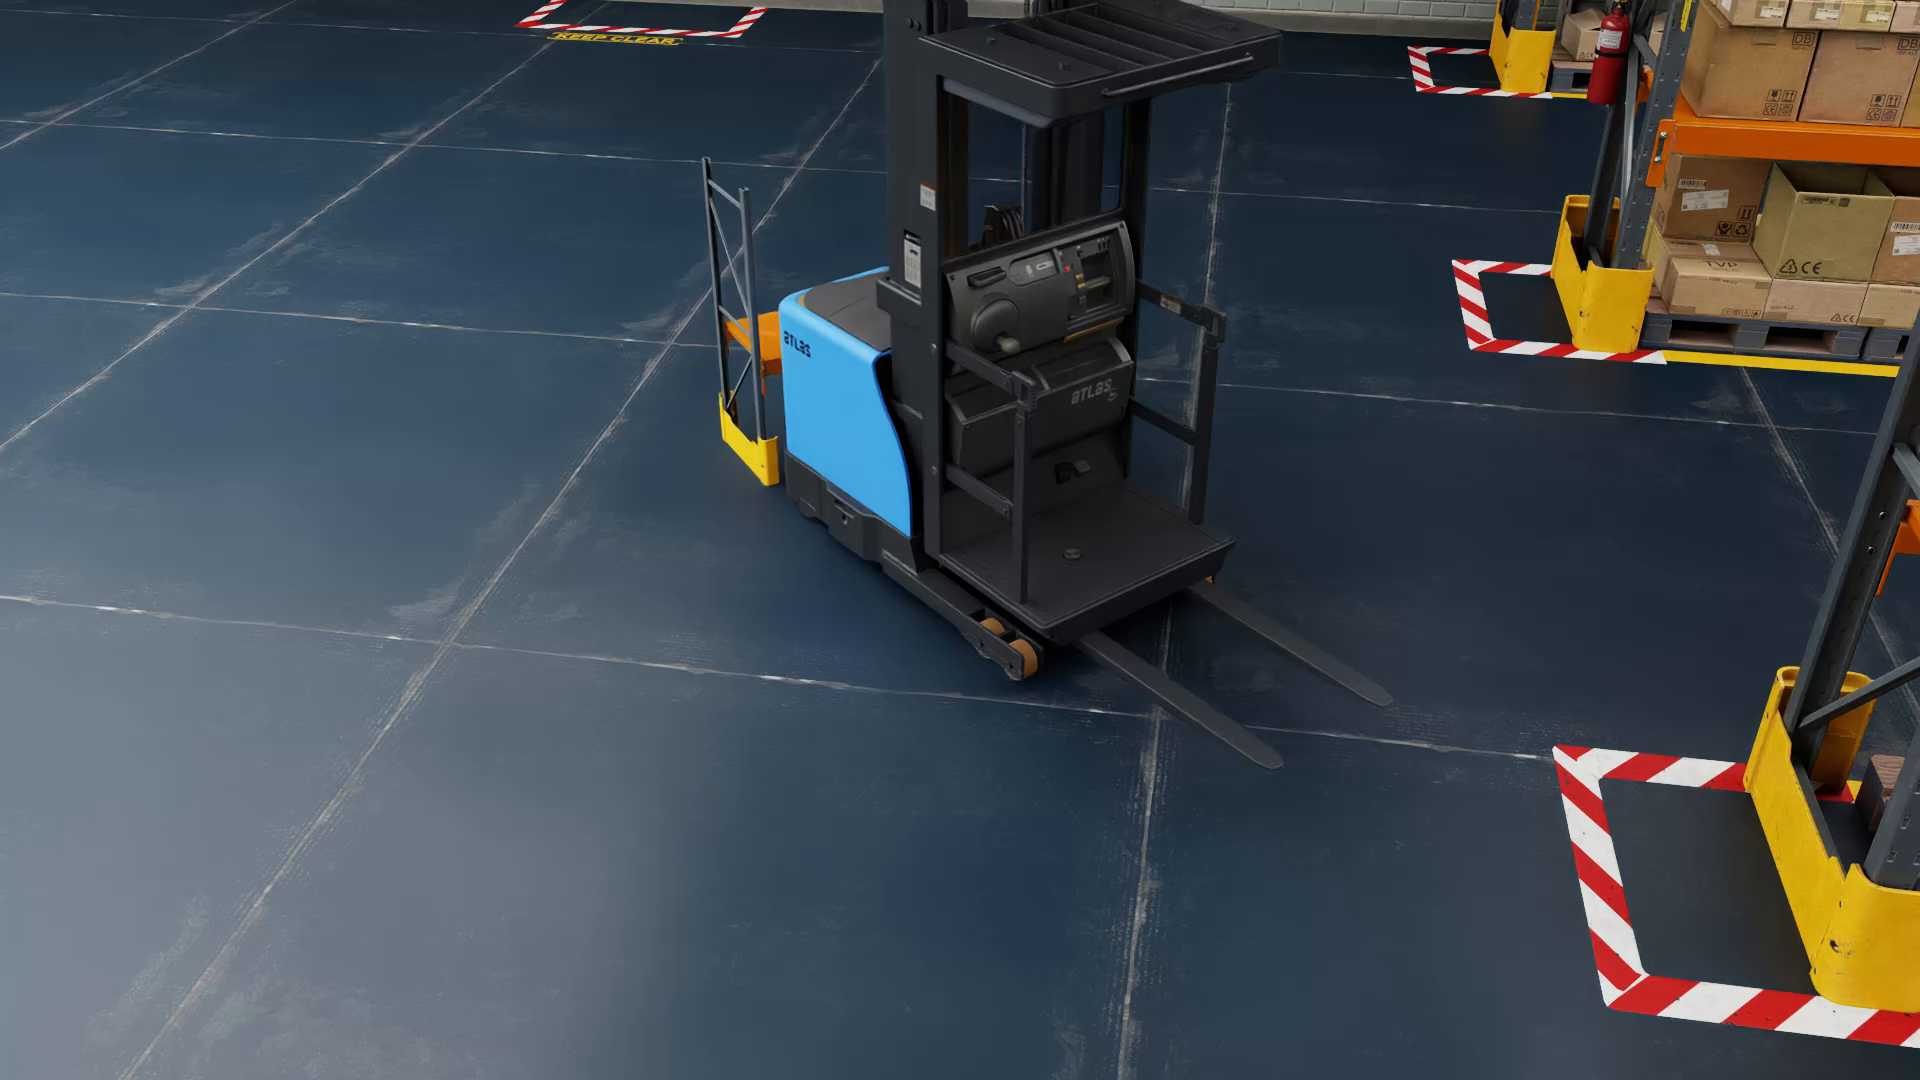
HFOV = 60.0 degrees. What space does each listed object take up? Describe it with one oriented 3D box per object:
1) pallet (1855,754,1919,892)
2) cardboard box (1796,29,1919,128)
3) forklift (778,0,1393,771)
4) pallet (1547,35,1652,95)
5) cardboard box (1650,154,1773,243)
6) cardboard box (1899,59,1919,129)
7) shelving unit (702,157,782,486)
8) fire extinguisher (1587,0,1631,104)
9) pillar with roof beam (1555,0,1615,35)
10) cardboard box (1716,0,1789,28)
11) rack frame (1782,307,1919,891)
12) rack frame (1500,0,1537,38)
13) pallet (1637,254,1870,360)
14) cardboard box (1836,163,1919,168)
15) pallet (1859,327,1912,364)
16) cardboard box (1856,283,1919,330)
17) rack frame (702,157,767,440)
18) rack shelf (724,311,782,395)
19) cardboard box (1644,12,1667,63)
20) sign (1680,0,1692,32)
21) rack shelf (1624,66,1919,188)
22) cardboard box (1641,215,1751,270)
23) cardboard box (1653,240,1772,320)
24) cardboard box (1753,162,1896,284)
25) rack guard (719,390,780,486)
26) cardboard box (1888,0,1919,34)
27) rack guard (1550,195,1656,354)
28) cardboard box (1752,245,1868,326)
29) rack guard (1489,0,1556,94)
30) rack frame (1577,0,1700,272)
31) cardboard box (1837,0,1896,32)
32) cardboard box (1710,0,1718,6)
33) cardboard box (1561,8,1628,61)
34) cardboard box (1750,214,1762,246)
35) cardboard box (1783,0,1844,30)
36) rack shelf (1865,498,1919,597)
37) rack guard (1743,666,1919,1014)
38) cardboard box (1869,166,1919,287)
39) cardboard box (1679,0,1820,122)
[{"bbox_3d":[3.844,1.187,5.654,1.213,0.211,1.003,5,32,8],"label":"pallet"},{"bbox_3d":[4.775,-2.592,8.970,0.500,0.500,0.700,6,33,9],"label":"cardboard box"},{"bbox_3d":[0.466,-0.965,6.529,1.130,2.935,3.031,-22,38,-31],"label":"forklift"},{"bbox_3d":[5.498,-3.954,13.868,1.213,0.211,1.003,5,32,8],"label":"pallet"},{"bbox_3d":[4.377,-2.081,9.736,0.500,0.500,0.500,5,32,8],"label":"cardboard box"},{"bbox_3d":[5.263,-2.545,8.894,0.500,0.500,0.700,5,32,9],"label":"cardboard box"},{"bbox_3d":[-0.623,-1.173,8.211,1.083,1.500,0.587,-16,36,-24],"label":"shelving unit"},{"bbox_3d":[3.760,-2.863,9.570,0.183,0.674,0.296,5,32,8],"label":"fire extinguisher"},{"bbox_3d":[4.739,-5.915,8.718,0.400,9.000,9.100,5,32,8],"label":"pillar with roof beam"},{"bbox_3d":[4.149,-2.812,8.710,0.250,0.149,0.380,5,32,8],"label":"cardboard box"},{"bbox_3d":[2.961,-0.052,5.006,0.127,3.000,1.000,5,32,8],"label":"rack frame"},{"bbox_3d":[4.628,-5.234,13.284,0.127,3.000,1.000,5,32,8],"label":"rack frame"},{"bbox_3d":[4.559,-1.414,9.810,1.213,0.211,1.003,5,32,8],"label":"pallet"},{"bbox_3d":[5.365,-1.999,9.605,0.500,0.500,0.500,5,32,8],"label":"cardboard box"},{"bbox_3d":[5.758,-1.304,9.634,1.213,0.211,1.003,5,32,8],"label":"pallet"},{"bbox_3d":[5.276,-1.403,9.360,0.500,0.250,0.500,5,32,8],"label":"cardboard box"},{"bbox_3d":[-1.075,-1.040,7.998,0.032,1.500,0.500,-16,36,-24],"label":"rack frame"},{"bbox_3d":[-0.630,-1.019,8.303,1.000,0.185,0.538,-16,36,-24],"label":"rack shelf"},{"bbox_3d":[5.857,-4.121,13.625,0.500,0.311,0.500,8,33,12],"label":"cardboard box"},{"bbox_3d":[3.699,-2.753,8.431,0.005,0.325,0.100,5,32,8],"label":"sign"},{"bbox_3d":[5.770,-2.159,9.050,4.000,0.370,1.077,5,32,8],"label":"rack shelf"},{"bbox_3d":[4.376,-1.762,9.933,0.500,0.250,0.500,5,32,8],"label":"cardboard box"},{"bbox_3d":[4.289,-1.491,9.500,0.500,0.250,0.500,5,32,8],"label":"cardboard box"},{"bbox_3d":[4.782,-1.765,9.231,0.500,0.500,0.500,5,32,8],"label":"cardboard box"},{"bbox_3d":[-1.058,-0.515,8.338,0.087,0.250,0.587,-16,36,-24],"label":"rack guard"},{"bbox_3d":[4.903,-2.743,8.600,0.250,0.149,0.380,5,32,7],"label":"cardboard box"},{"bbox_3d":[3.774,-1.585,9.811,0.348,0.500,1.175,5,32,8],"label":"rack guard"},{"bbox_3d":[4.783,-1.448,9.432,0.500,0.250,0.500,5,32,8],"label":"cardboard box"},{"bbox_3d":[4.703,-4.167,13.936,0.348,0.500,1.175,5,32,8],"label":"rack guard"},{"bbox_3d":[3.798,-2.642,9.144,0.127,3.000,1.000,5,32,8],"label":"rack frame"},{"bbox_3d":[4.655,-2.767,8.638,0.250,0.149,0.380,5,32,8],"label":"cardboard box"},{"bbox_3d":[4.207,-3.025,9.050,0.250,0.149,0.380,5,32,7],"label":"cardboard box"},{"bbox_3d":[5.295,-4.171,13.707,0.500,0.311,0.500,2,32,3],"label":"cardboard box"},{"bbox_3d":[4.871,-1.723,9.872,0.500,0.250,0.500,5,32,8],"label":"cardboard box"},{"bbox_3d":[4.409,-2.790,8.674,0.250,0.149,0.380,4,32,7],"label":"cardboard box"},{"bbox_3d":[4.933,0.431,4.912,4.000,0.370,1.077,5,32,8],"label":"rack shelf"},{"bbox_3d":[3.044,0.990,5.698,0.348,0.500,1.175,5,32,8],"label":"rack guard"},{"bbox_3d":[5.278,-1.727,9.171,0.500,0.500,0.500,5,32,8],"label":"cardboard box"},{"bbox_3d":[4.256,-2.636,9.041,0.500,0.500,0.700,5,32,8],"label":"cardboard box"}]
